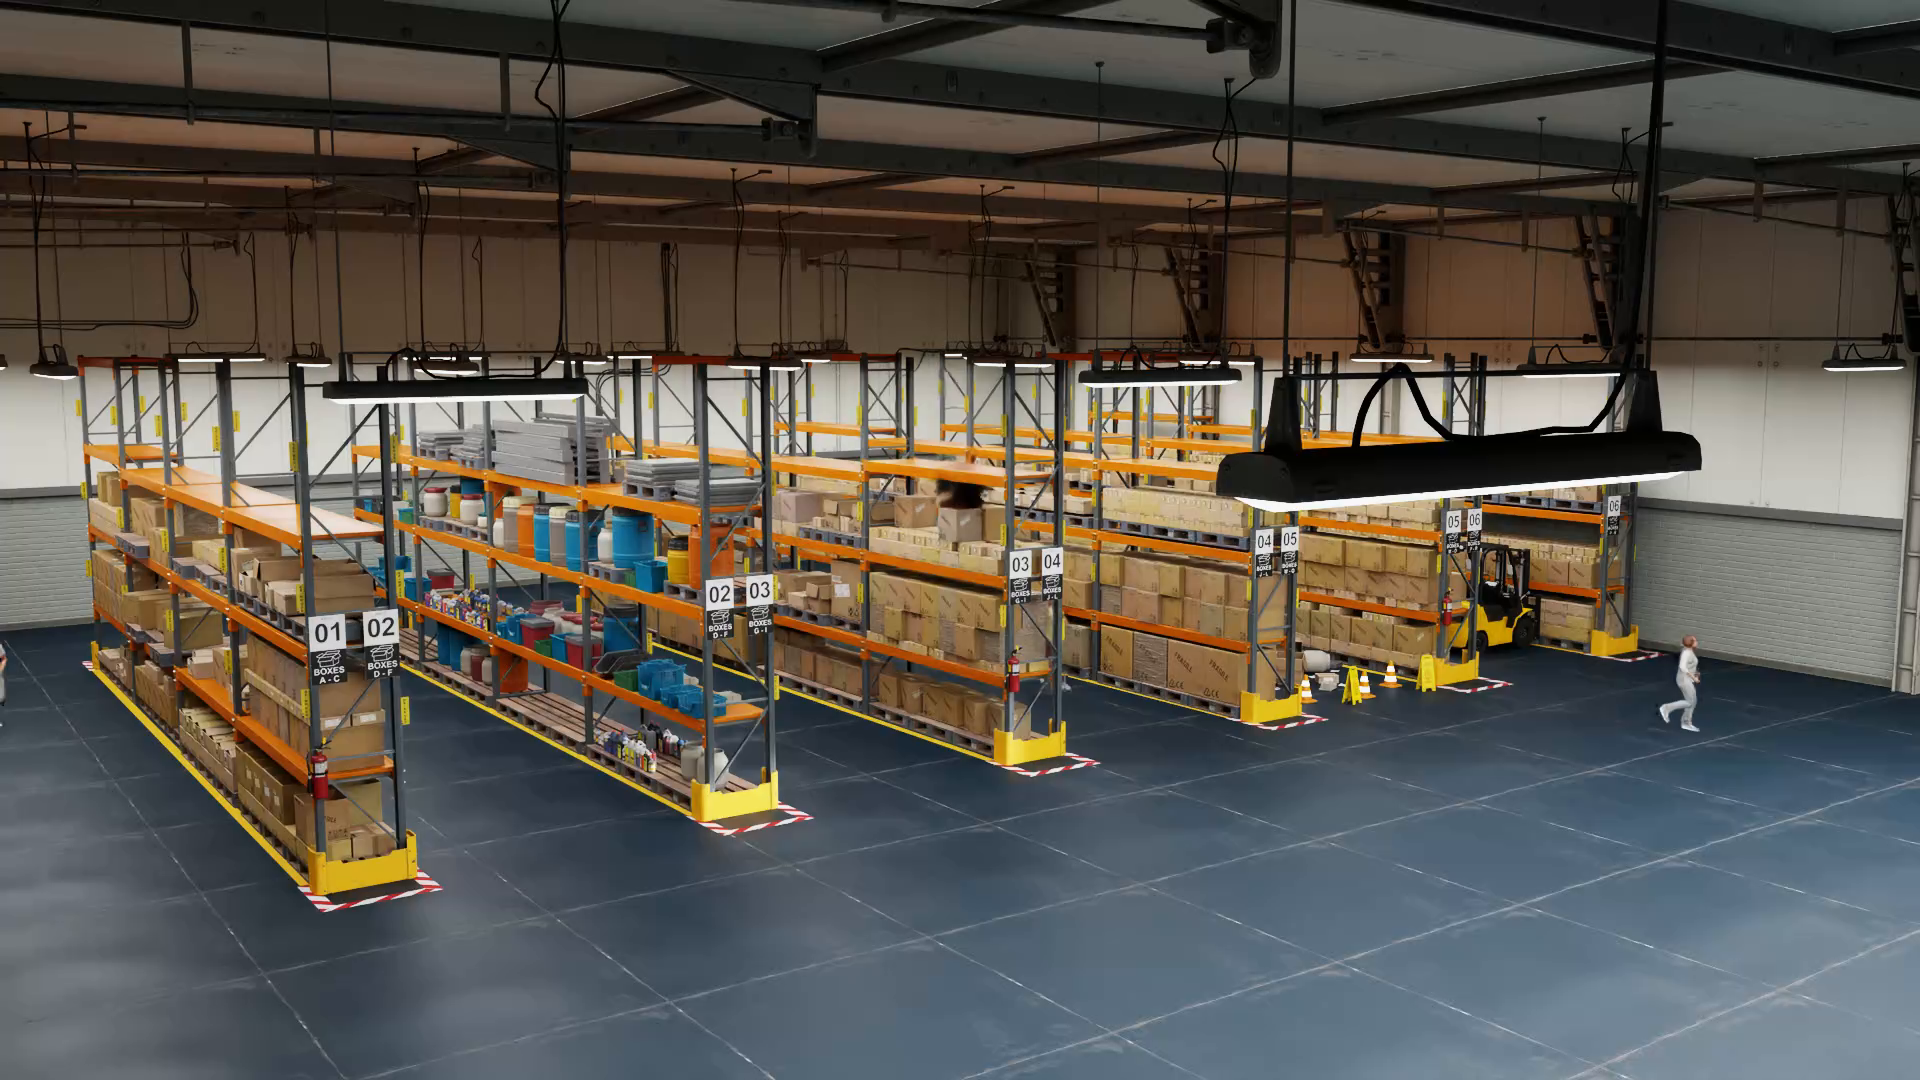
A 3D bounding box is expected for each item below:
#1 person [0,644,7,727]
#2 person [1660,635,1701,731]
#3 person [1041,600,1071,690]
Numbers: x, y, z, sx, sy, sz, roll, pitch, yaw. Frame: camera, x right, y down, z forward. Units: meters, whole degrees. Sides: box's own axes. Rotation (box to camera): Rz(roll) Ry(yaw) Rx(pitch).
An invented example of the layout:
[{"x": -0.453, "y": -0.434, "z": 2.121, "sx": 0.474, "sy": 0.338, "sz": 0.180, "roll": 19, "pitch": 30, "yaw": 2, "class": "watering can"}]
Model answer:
[{"x": -15.876, "y": 2.232, "z": 27.182, "sx": 0.707, "sy": 1.624, "sz": 0.568, "roll": 6, "pitch": 9, "yaw": 43, "class": "person"}, {"x": 11.705, "y": 2.304, "z": 26.976, "sx": 0.614, "sy": 1.579, "sz": 0.539, "roll": 3, "pitch": 8, "yaw": 23, "class": "person"}, {"x": 1.645, "y": 1.744, "z": 29.111, "sx": 0.568, "sy": 1.673, "sz": 0.924, "roll": -7, "pitch": 10, "yaw": -44, "class": "person"}]
